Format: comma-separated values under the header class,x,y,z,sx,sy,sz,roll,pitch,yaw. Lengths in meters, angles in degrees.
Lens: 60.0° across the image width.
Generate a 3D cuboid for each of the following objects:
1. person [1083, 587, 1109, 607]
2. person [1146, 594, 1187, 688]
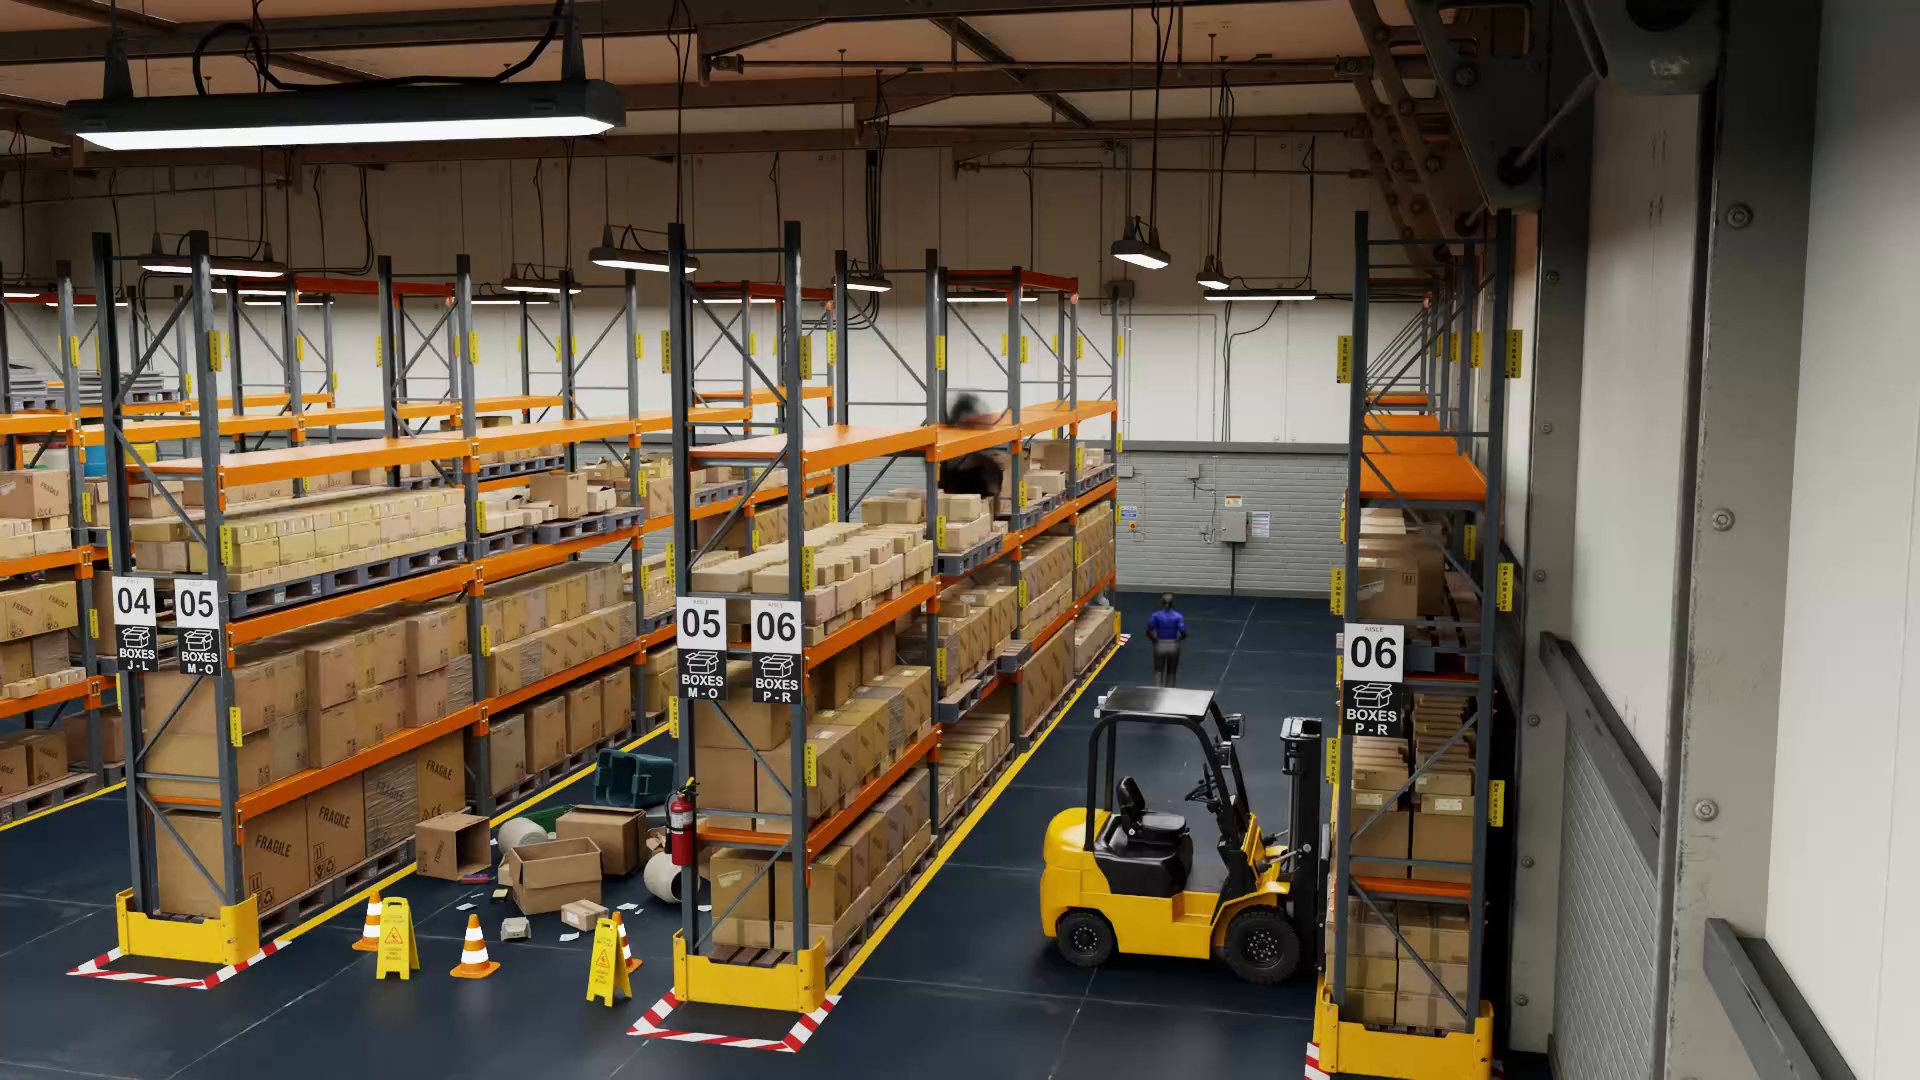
class,x,y,z,sx,sy,sz,roll,pitch,yaw
person,2.338,0.758,29.595,0.785,1.693,0.697,5,8,35
person,2.887,1.537,23.252,0.571,1.607,0.575,1,7,10
